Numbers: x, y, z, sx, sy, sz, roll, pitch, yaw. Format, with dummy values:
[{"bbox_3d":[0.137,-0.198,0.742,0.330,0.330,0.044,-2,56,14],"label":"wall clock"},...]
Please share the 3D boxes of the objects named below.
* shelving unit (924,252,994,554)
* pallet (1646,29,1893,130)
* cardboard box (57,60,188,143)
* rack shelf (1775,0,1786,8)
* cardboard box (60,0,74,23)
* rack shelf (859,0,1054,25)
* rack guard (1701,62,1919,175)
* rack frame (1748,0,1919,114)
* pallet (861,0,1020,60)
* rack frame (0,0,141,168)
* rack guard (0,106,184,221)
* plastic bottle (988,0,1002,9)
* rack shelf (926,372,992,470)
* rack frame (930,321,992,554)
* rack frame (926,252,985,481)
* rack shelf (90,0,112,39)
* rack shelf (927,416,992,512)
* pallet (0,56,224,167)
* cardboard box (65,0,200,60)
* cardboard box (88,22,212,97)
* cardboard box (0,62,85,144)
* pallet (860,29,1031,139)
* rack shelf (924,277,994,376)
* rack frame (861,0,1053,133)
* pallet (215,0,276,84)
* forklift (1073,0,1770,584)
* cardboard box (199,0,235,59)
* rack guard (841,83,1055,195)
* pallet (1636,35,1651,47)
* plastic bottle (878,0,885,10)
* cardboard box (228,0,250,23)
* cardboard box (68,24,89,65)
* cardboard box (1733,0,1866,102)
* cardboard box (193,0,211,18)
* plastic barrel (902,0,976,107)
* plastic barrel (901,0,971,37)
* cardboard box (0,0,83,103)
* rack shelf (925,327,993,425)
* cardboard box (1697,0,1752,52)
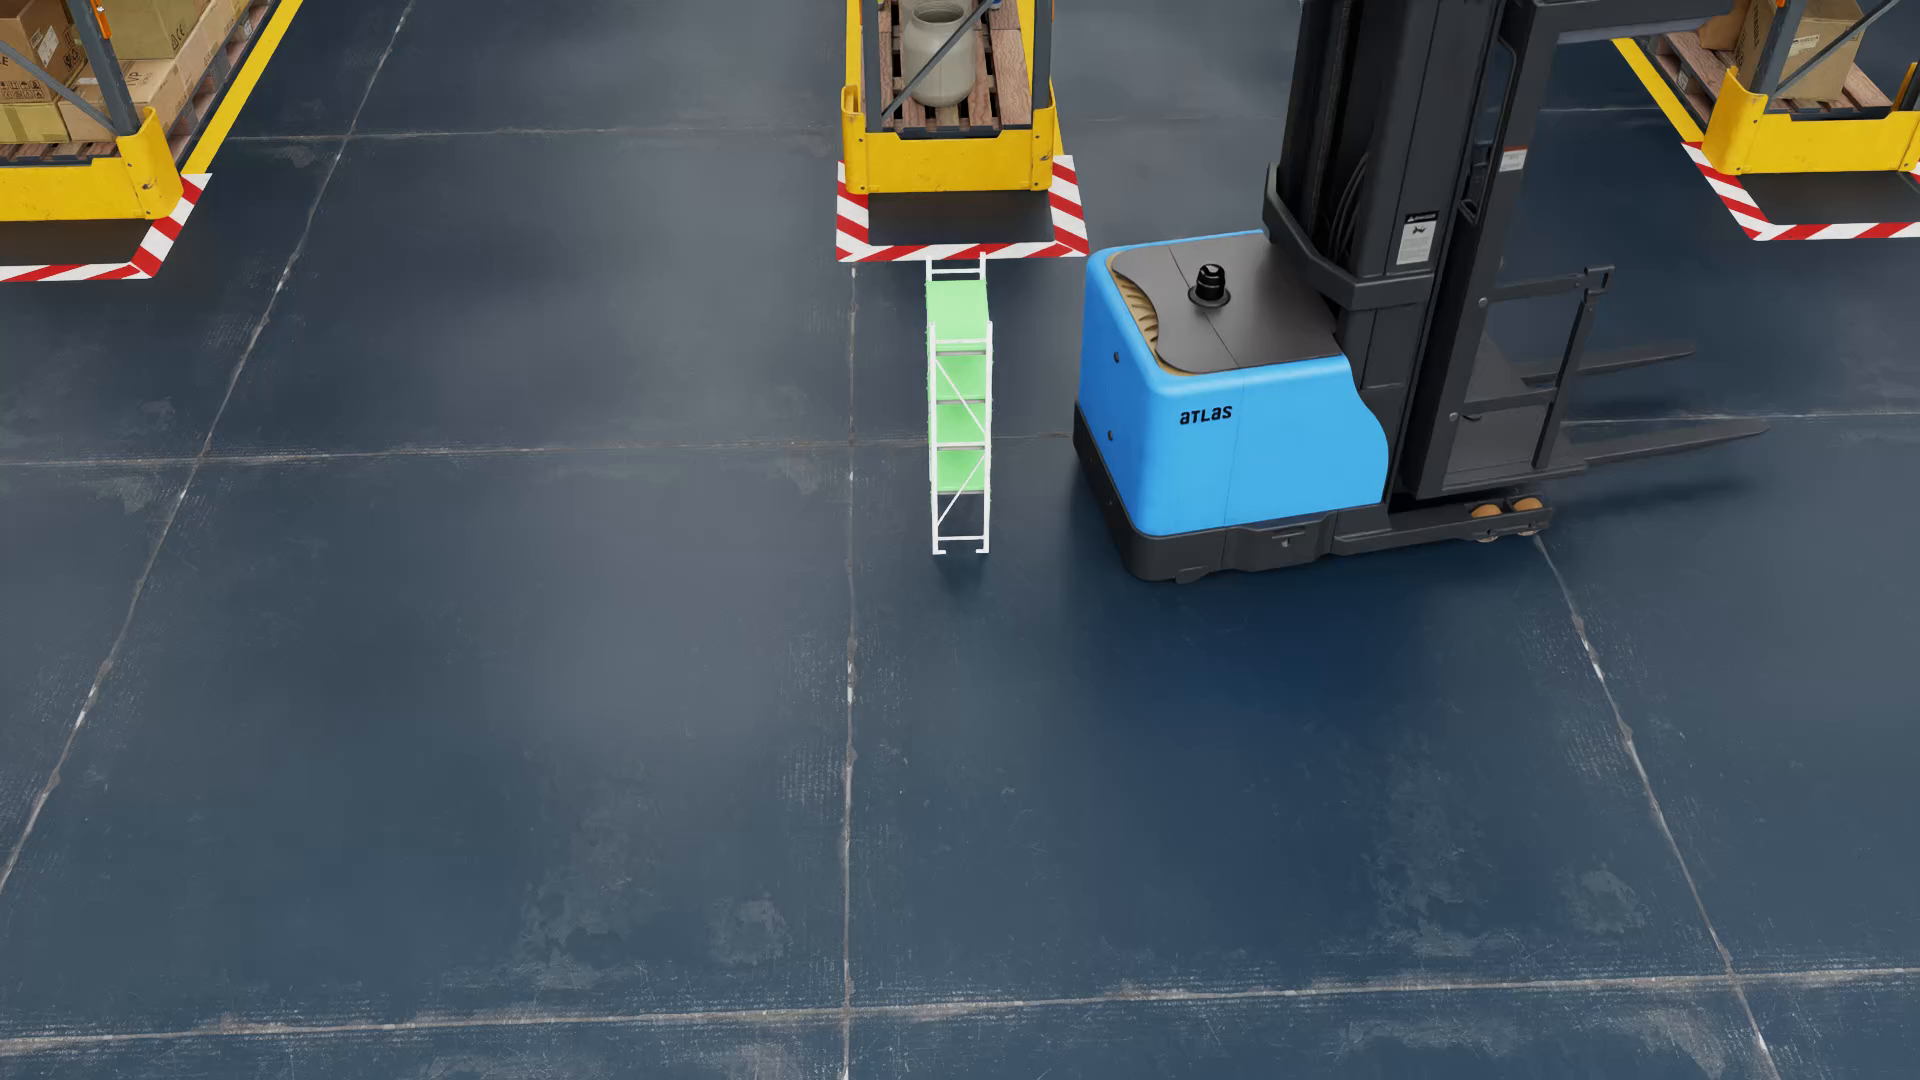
[{"bbox_3d":[-0.007,-0.554,6.966,0.258,1.200,0.503,-2,43,-2],"label":"shelving unit"},{"bbox_3d":[4.930,-2.851,10.204,1.003,0.211,1.213,-2,43,-2],"label":"pallet"},{"bbox_3d":[-4.766,-2.506,9.488,0.500,0.250,0.500,-2,43,-2],"label":"cardboard box"},{"bbox_3d":[4.847,-4.363,10.322,1.077,0.370,4.000,-2,43,-2],"label":"rack shelf"},{"bbox_3d":[-5.343,-3.442,9.954,0.500,0.500,0.500,-2,43,-2],"label":"cardboard box"},{"bbox_3d":[-0.101,-4.221,10.167,1.077,0.370,4.000,-2,43,-2],"label":"rack shelf"},{"bbox_3d":[4.929,-2.408,9.507,1.175,0.500,0.348,-2,43,-2],"label":"rack guard"},{"bbox_3d":[4.932,-3.278,8.606,1.000,3.000,0.127,-2,43,-2],"label":"rack frame"},{"bbox_3d":[-0.145,-3.528,10.943,1.003,0.211,1.213,-2,43,-2],"label":"pallet"},{"bbox_3d":[-4.965,-2.996,8.299,1.000,3.000,0.127,-2,43,-2],"label":"rack frame"},{"bbox_3d":[-4.964,-2.058,9.126,1.175,0.500,0.348,-2,43,-2],"label":"rack guard"},{"bbox_3d":[0.218,-3.525,10.569,0.097,0.271,0.097,0,43,0],"label":"plastic bottle"},{"bbox_3d":[-0.007,-0.507,7.010,0.258,0.148,0.480,-2,43,-2],"label":"rack shelf"},{"bbox_3d":[0.003,-0.389,6.787,0.240,1.200,0.015,-2,43,-2],"label":"rack frame"},{"bbox_3d":[-0.017,-0.719,7.146,0.240,1.200,0.015,-2,43,-2],"label":"rack frame"},{"bbox_3d":[-5.050,-4.081,10.015,1.077,0.370,4.000,-2,43,-2],"label":"rack shelf"},{"bbox_3d":[-0.007,-0.330,7.172,0.258,0.148,0.480,-2,43,-2],"label":"rack shelf"},{"bbox_3d":[-5.040,-2.483,9.803,1.003,0.211,1.213,-2,43,-2],"label":"pallet"},{"bbox_3d":[-4.789,-3.120,9.603,0.500,0.500,0.500,-2,43,-2],"label":"cardboard box"},{"bbox_3d":[-4.791,-2.843,9.856,0.500,0.250,0.500,-2,43,-2],"label":"cardboard box"},{"bbox_3d":[-5.283,-2.491,9.472,0.500,0.250,0.500,-2,43,-2],"label":"cardboard box"},{"bbox_3d":[-0.096,-2.706,10.046,1.003,0.211,1.213,-2,43,-2],"label":"pallet"},{"bbox_3d":[-0.007,-0.861,6.685,0.258,0.148,0.480,-2,43,-2],"label":"rack shelf"},{"bbox_3d":[-0.016,-3.136,8.451,1.000,3.000,0.127,-2,43,-2],"label":"rack frame"},{"bbox_3d":[-5.088,-3.305,10.699,1.003,0.211,1.213,-2,43,-2],"label":"pallet"},{"bbox_3d":[2.090,-1.412,6.621,3.031,2.935,1.130,-9,43,-9],"label":"forklift"},{"bbox_3d":[-4.812,-3.181,10.224,0.500,0.250,0.500,-2,43,-2],"label":"cardboard box"},{"bbox_3d":[-0.067,-2.264,9.350,1.175,0.500,0.348,-2,43,-2],"label":"rack guard"},{"bbox_3d":[4.881,-3.672,11.100,1.003,0.211,1.213,-2,43,-2],"label":"pallet"},{"bbox_3d":[-0.532,-3.494,10.587,0.097,0.201,0.097,0,43,0],"label":"plastic bottle"},{"bbox_3d":[-4.828,-3.518,10.593,0.500,0.250,0.500,-2,43,-2],"label":"cardboard box"},{"bbox_3d":[-5.317,-2.828,9.839,0.500,0.250,0.500,-2,43,-2],"label":"cardboard box"},{"bbox_3d":[4.922,-2.933,9.769,0.500,0.500,0.500,6,43,6],"label":"cardboard box"},{"bbox_3d":[-4.823,-3.457,9.970,0.500,0.500,0.500,-2,43,-2],"label":"cardboard box"},{"bbox_3d":[-0.121,-2.815,9.632,0.421,0.512,0.421,0,43,0],"label":"plastic barrel"},{"bbox_3d":[-0.142,-3.154,10.001,0.421,0.512,0.421,0,43,0],"label":"plastic barrel"},{"bbox_3d":[-5.285,-2.767,9.218,0.500,0.500,0.500,-2,43,-2],"label":"cardboard box"},{"bbox_3d":[-0.007,-0.684,6.847,0.258,0.148,0.480,-2,43,-2],"label":"rack shelf"},{"bbox_3d":[4.863,-3.336,10.208,0.500,0.500,0.500,9,43,9],"label":"cardboard box"}]
